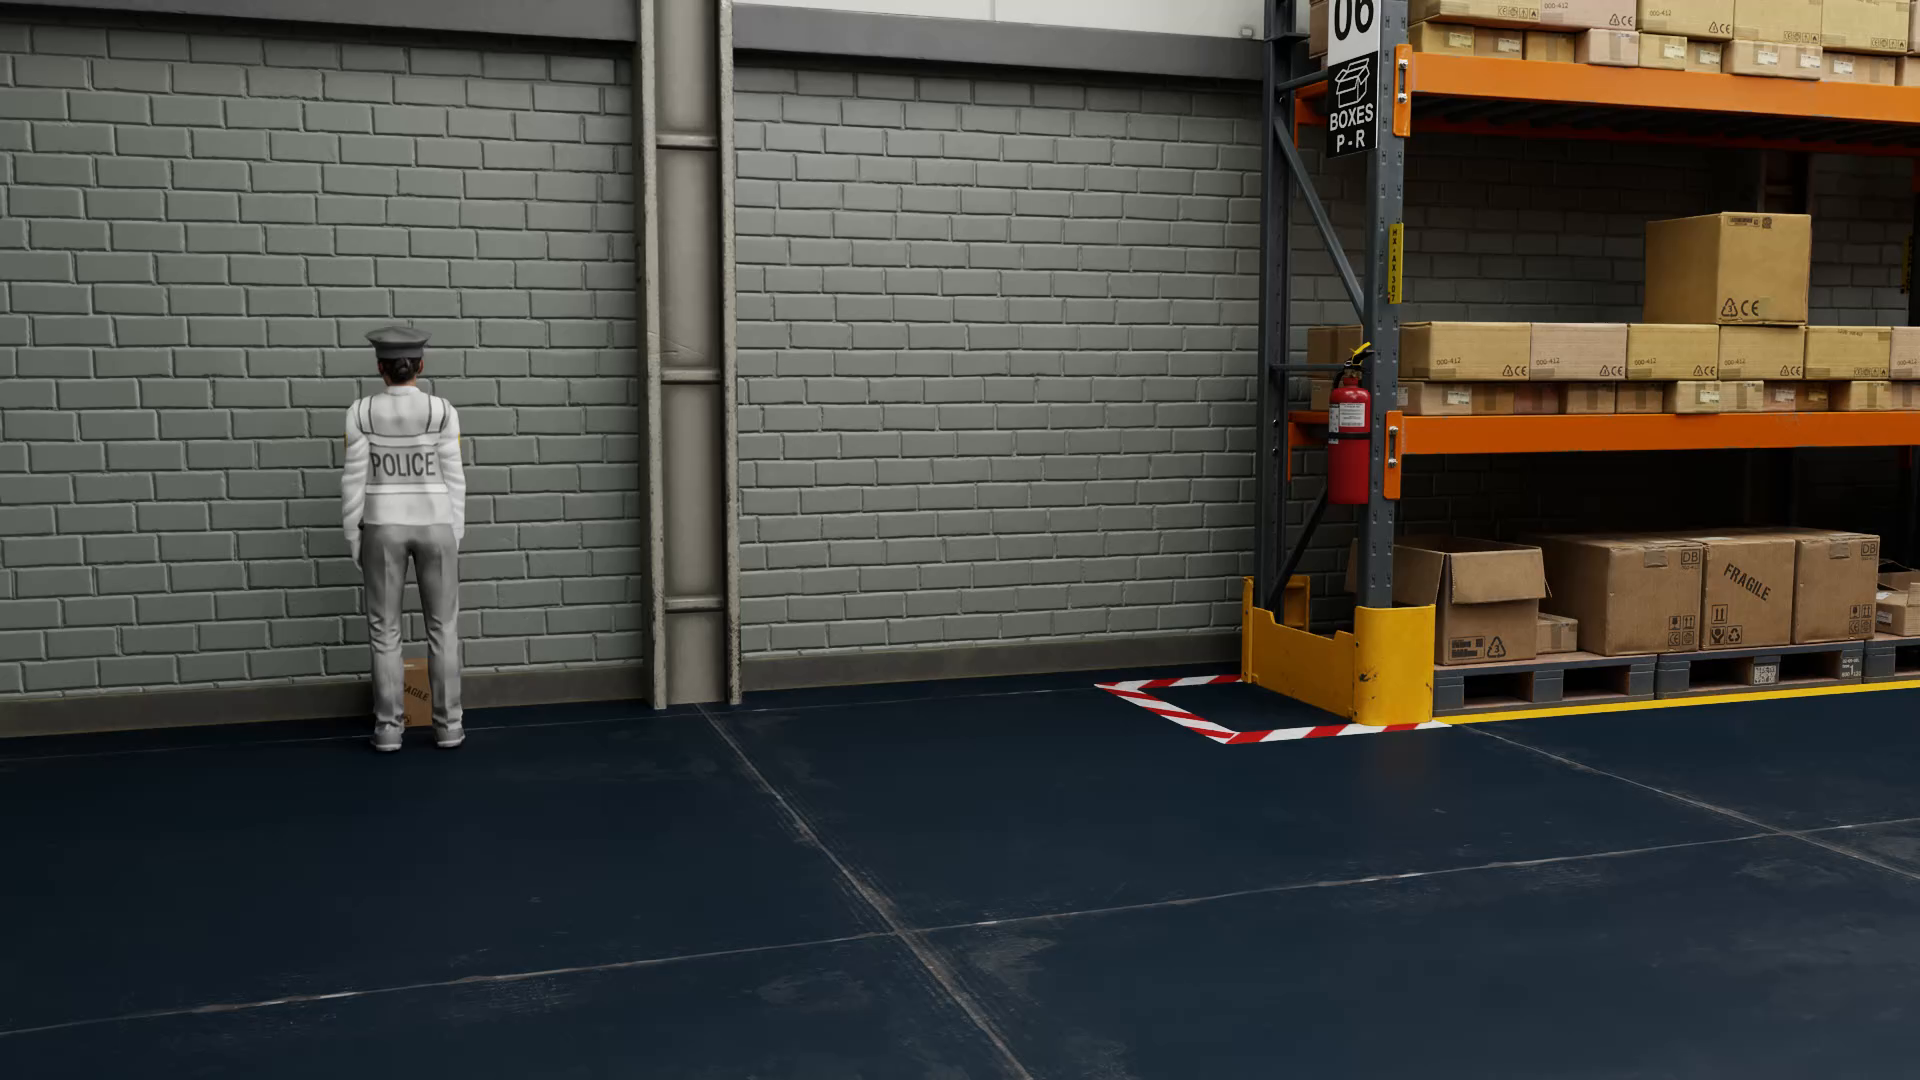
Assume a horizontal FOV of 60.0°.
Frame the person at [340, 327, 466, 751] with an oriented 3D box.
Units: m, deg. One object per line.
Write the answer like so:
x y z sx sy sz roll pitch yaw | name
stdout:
-2.197 -0.004 6.591 0.467 1.671 0.330 -2 6 -17 | person
